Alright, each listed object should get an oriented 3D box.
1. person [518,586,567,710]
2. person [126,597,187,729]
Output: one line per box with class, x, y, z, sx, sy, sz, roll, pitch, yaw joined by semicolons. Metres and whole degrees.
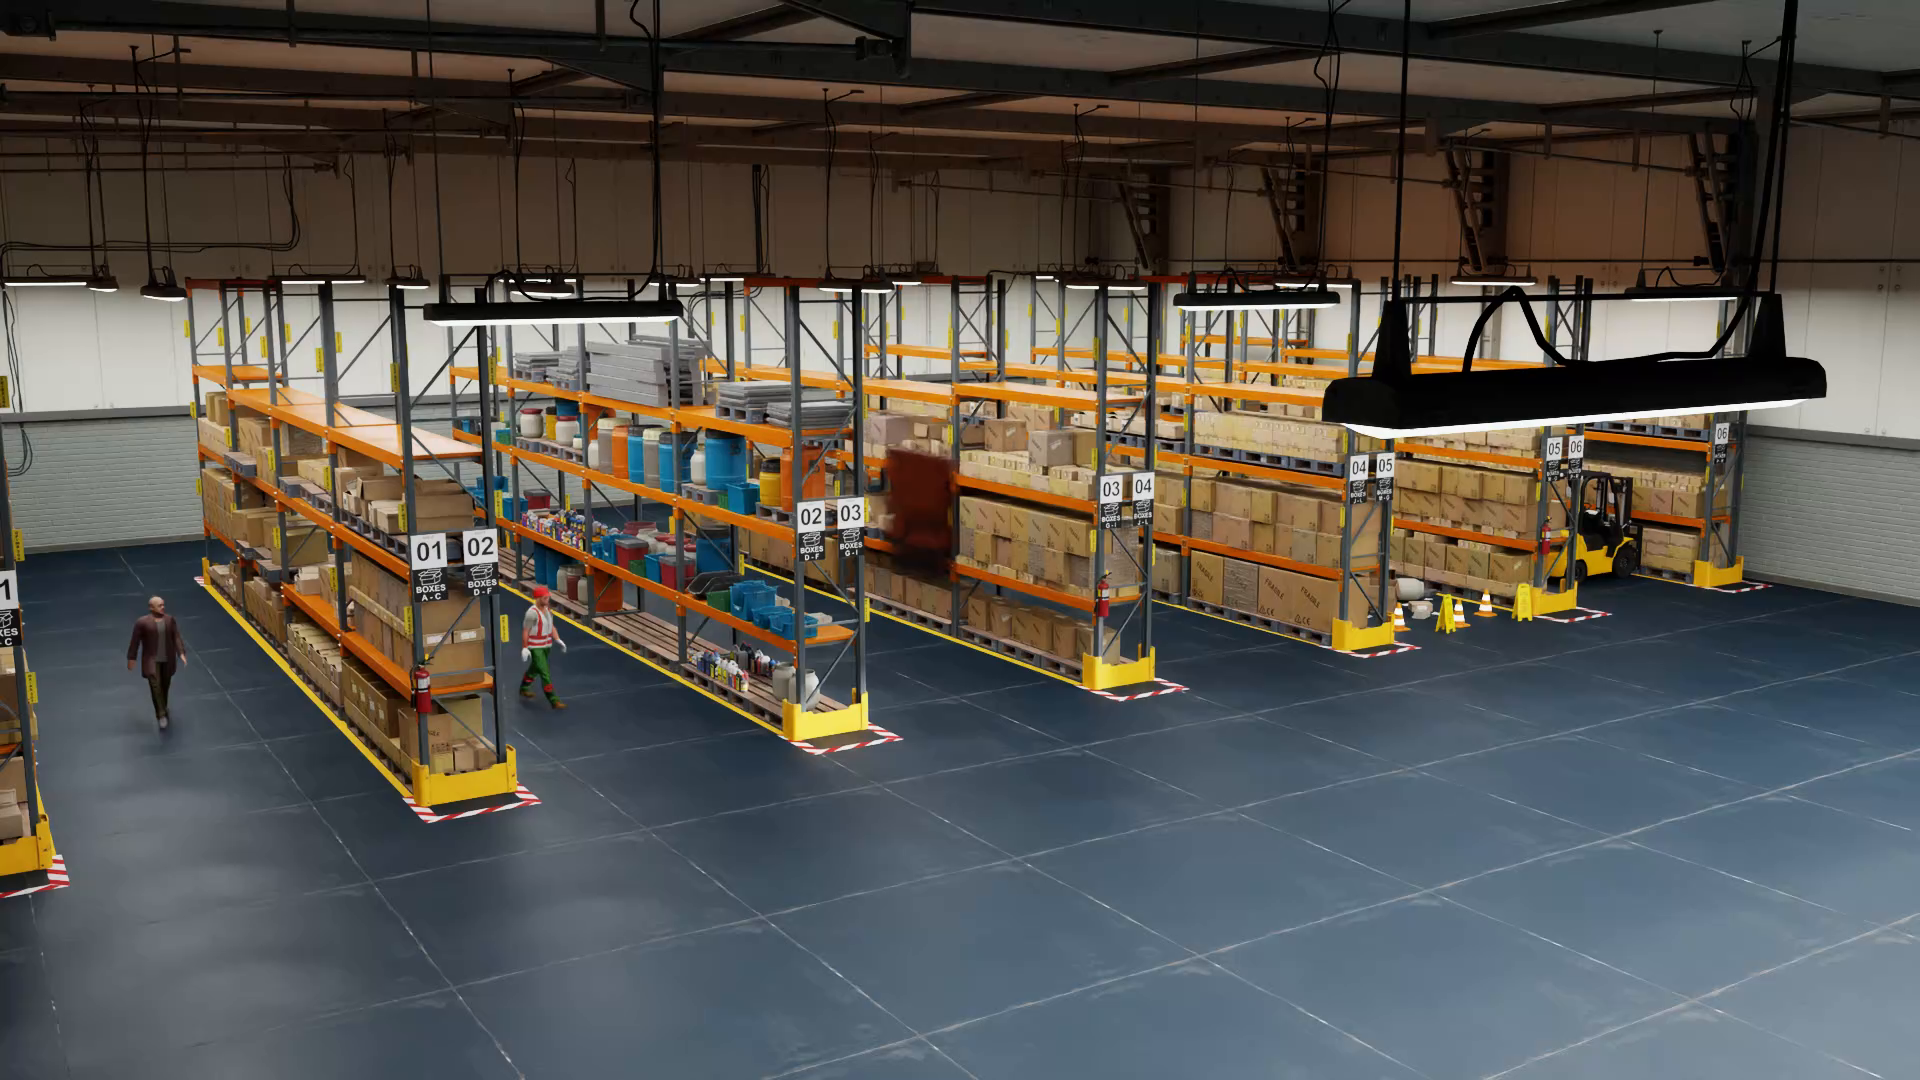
person;-5.965;1.508;23.717;1.137;1.723;0.636;6;11;32
person;-11.052;1.640;22.914;0.716;1.728;1.081;-8;13;-41
